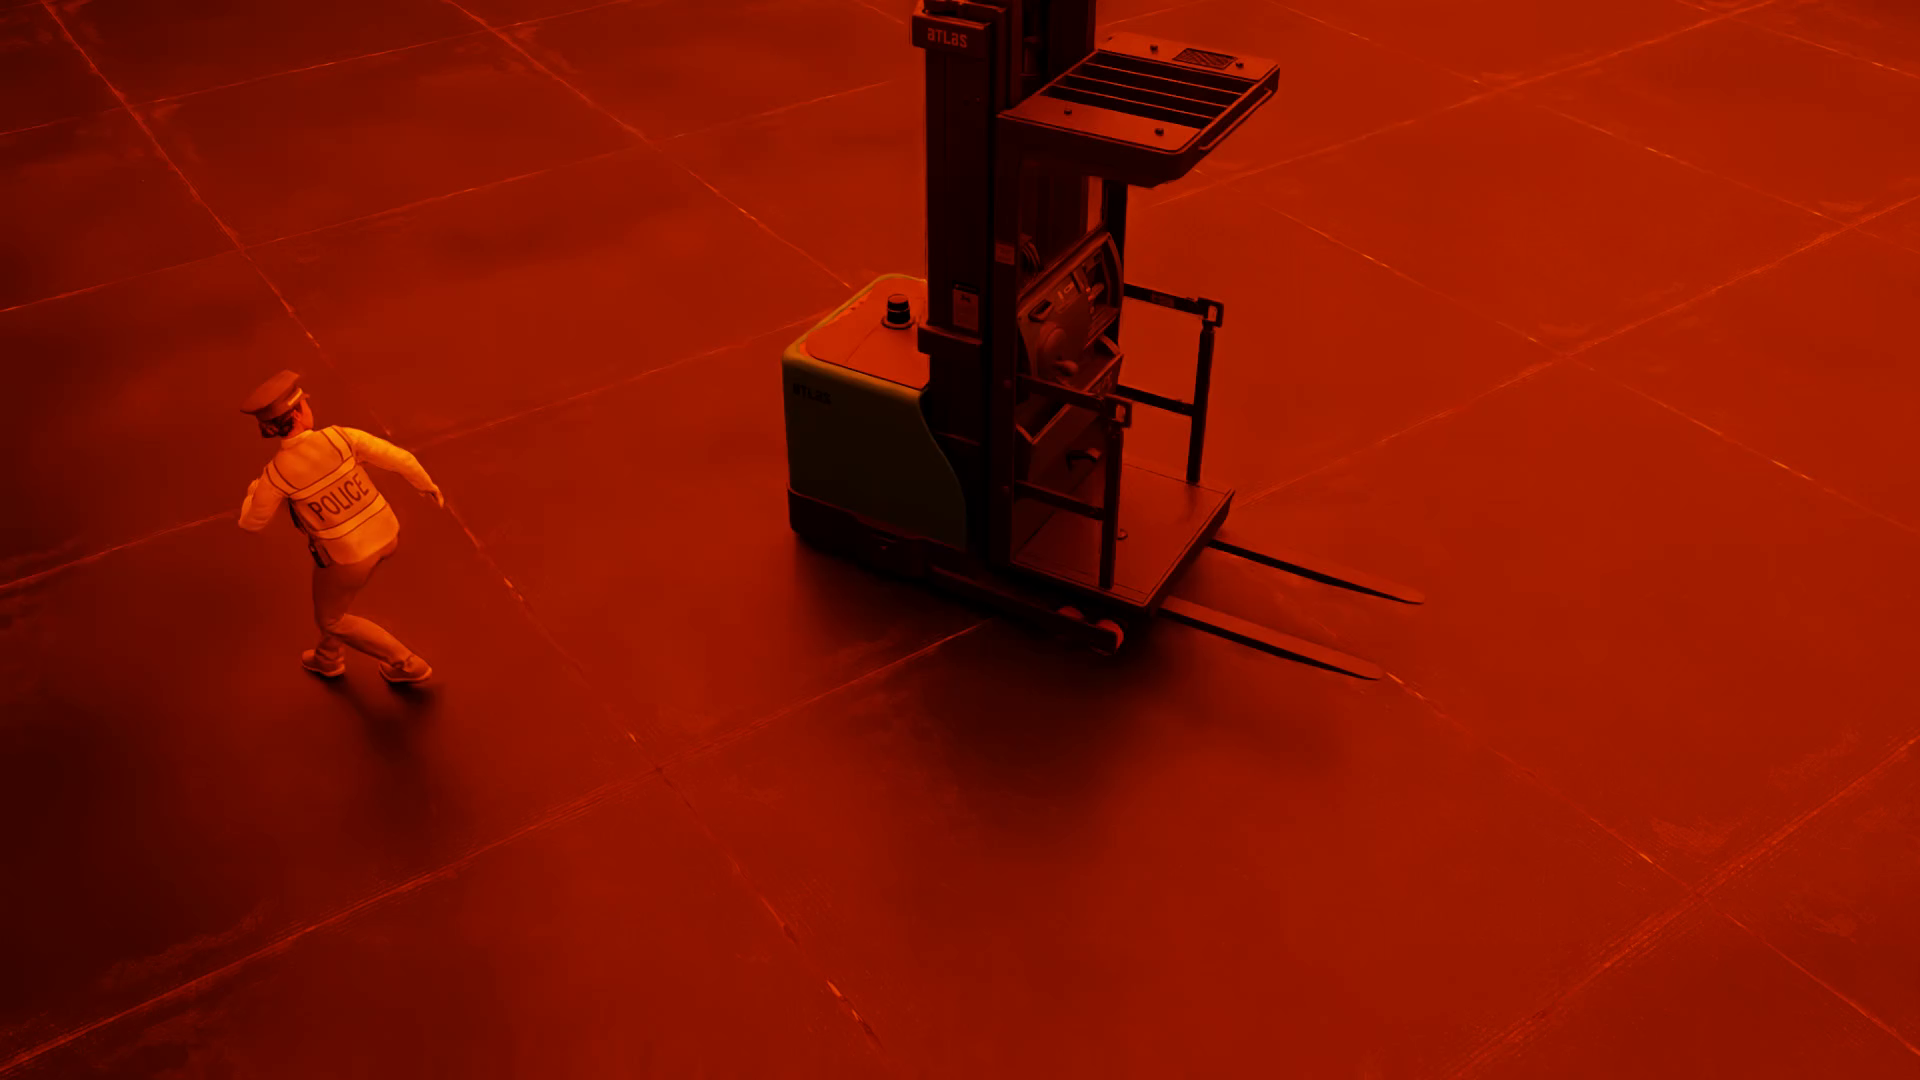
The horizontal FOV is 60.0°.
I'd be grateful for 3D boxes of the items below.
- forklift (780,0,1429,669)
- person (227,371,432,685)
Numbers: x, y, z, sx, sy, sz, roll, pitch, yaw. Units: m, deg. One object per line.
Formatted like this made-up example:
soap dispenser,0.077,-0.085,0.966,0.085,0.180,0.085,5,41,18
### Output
forklift,0.687,-1.024,7.330,3.031,2.935,1.130,17,40,22
person,-2.718,-0.067,7.216,0.788,1.556,0.801,23,42,27
